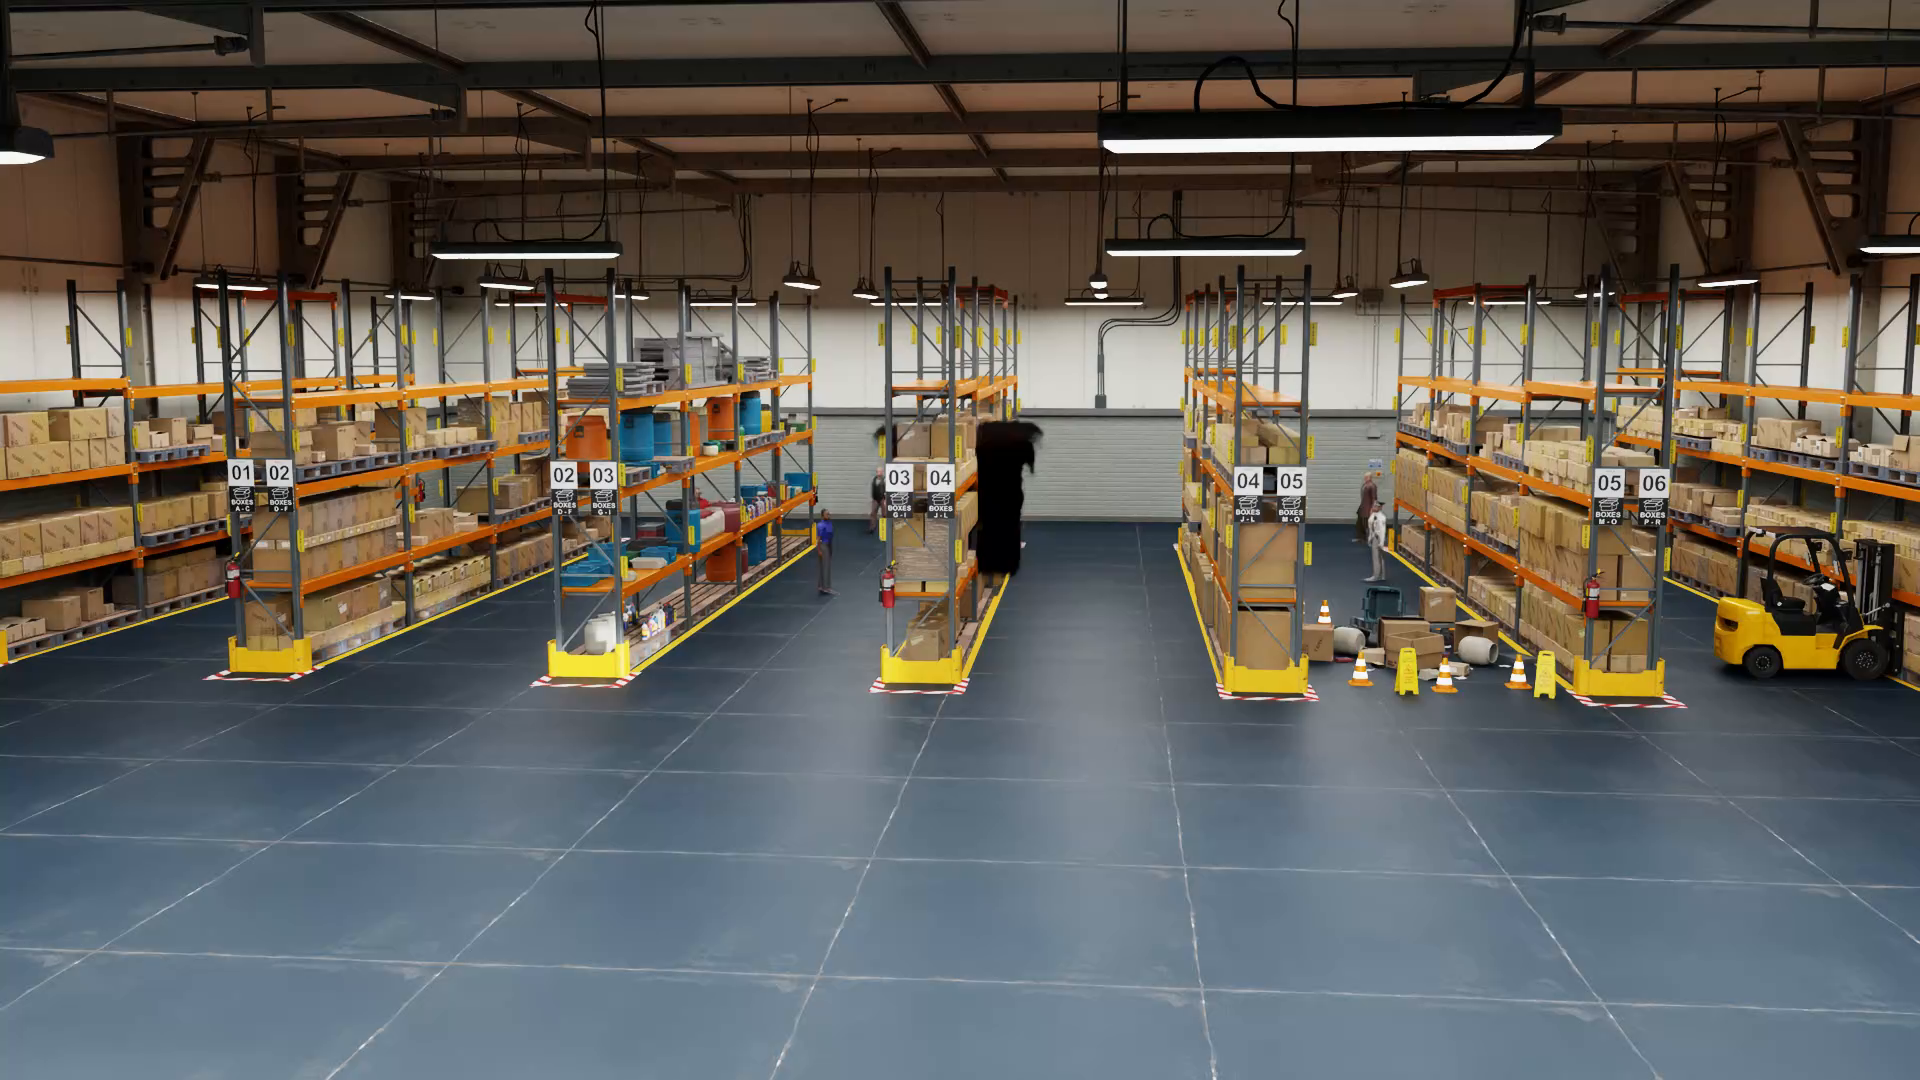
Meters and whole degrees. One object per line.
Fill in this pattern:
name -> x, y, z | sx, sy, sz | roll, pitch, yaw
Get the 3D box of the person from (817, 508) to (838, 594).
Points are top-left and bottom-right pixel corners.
person -> -2.590, 0.211, 32.791 | 0.500, 1.681, 0.489 | 2, 7, 16

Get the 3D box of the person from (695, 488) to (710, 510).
person -> -5.808, -0.326, 36.979 | 0.651, 1.682, 1.035 | 2, 7, 18

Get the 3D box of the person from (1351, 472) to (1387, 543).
person -> 9.905, -0.785, 40.396 | 0.750, 1.746, 0.621 | 0, 7, 2

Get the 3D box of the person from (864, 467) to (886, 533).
person -> -2.061, -1.035, 42.817 | 0.576, 1.704, 0.916 | 6, 9, 42

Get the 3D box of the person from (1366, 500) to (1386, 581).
person -> 8.605, 0.003, 34.375 | 0.421, 1.684, 0.505 | 1, 7, 9
